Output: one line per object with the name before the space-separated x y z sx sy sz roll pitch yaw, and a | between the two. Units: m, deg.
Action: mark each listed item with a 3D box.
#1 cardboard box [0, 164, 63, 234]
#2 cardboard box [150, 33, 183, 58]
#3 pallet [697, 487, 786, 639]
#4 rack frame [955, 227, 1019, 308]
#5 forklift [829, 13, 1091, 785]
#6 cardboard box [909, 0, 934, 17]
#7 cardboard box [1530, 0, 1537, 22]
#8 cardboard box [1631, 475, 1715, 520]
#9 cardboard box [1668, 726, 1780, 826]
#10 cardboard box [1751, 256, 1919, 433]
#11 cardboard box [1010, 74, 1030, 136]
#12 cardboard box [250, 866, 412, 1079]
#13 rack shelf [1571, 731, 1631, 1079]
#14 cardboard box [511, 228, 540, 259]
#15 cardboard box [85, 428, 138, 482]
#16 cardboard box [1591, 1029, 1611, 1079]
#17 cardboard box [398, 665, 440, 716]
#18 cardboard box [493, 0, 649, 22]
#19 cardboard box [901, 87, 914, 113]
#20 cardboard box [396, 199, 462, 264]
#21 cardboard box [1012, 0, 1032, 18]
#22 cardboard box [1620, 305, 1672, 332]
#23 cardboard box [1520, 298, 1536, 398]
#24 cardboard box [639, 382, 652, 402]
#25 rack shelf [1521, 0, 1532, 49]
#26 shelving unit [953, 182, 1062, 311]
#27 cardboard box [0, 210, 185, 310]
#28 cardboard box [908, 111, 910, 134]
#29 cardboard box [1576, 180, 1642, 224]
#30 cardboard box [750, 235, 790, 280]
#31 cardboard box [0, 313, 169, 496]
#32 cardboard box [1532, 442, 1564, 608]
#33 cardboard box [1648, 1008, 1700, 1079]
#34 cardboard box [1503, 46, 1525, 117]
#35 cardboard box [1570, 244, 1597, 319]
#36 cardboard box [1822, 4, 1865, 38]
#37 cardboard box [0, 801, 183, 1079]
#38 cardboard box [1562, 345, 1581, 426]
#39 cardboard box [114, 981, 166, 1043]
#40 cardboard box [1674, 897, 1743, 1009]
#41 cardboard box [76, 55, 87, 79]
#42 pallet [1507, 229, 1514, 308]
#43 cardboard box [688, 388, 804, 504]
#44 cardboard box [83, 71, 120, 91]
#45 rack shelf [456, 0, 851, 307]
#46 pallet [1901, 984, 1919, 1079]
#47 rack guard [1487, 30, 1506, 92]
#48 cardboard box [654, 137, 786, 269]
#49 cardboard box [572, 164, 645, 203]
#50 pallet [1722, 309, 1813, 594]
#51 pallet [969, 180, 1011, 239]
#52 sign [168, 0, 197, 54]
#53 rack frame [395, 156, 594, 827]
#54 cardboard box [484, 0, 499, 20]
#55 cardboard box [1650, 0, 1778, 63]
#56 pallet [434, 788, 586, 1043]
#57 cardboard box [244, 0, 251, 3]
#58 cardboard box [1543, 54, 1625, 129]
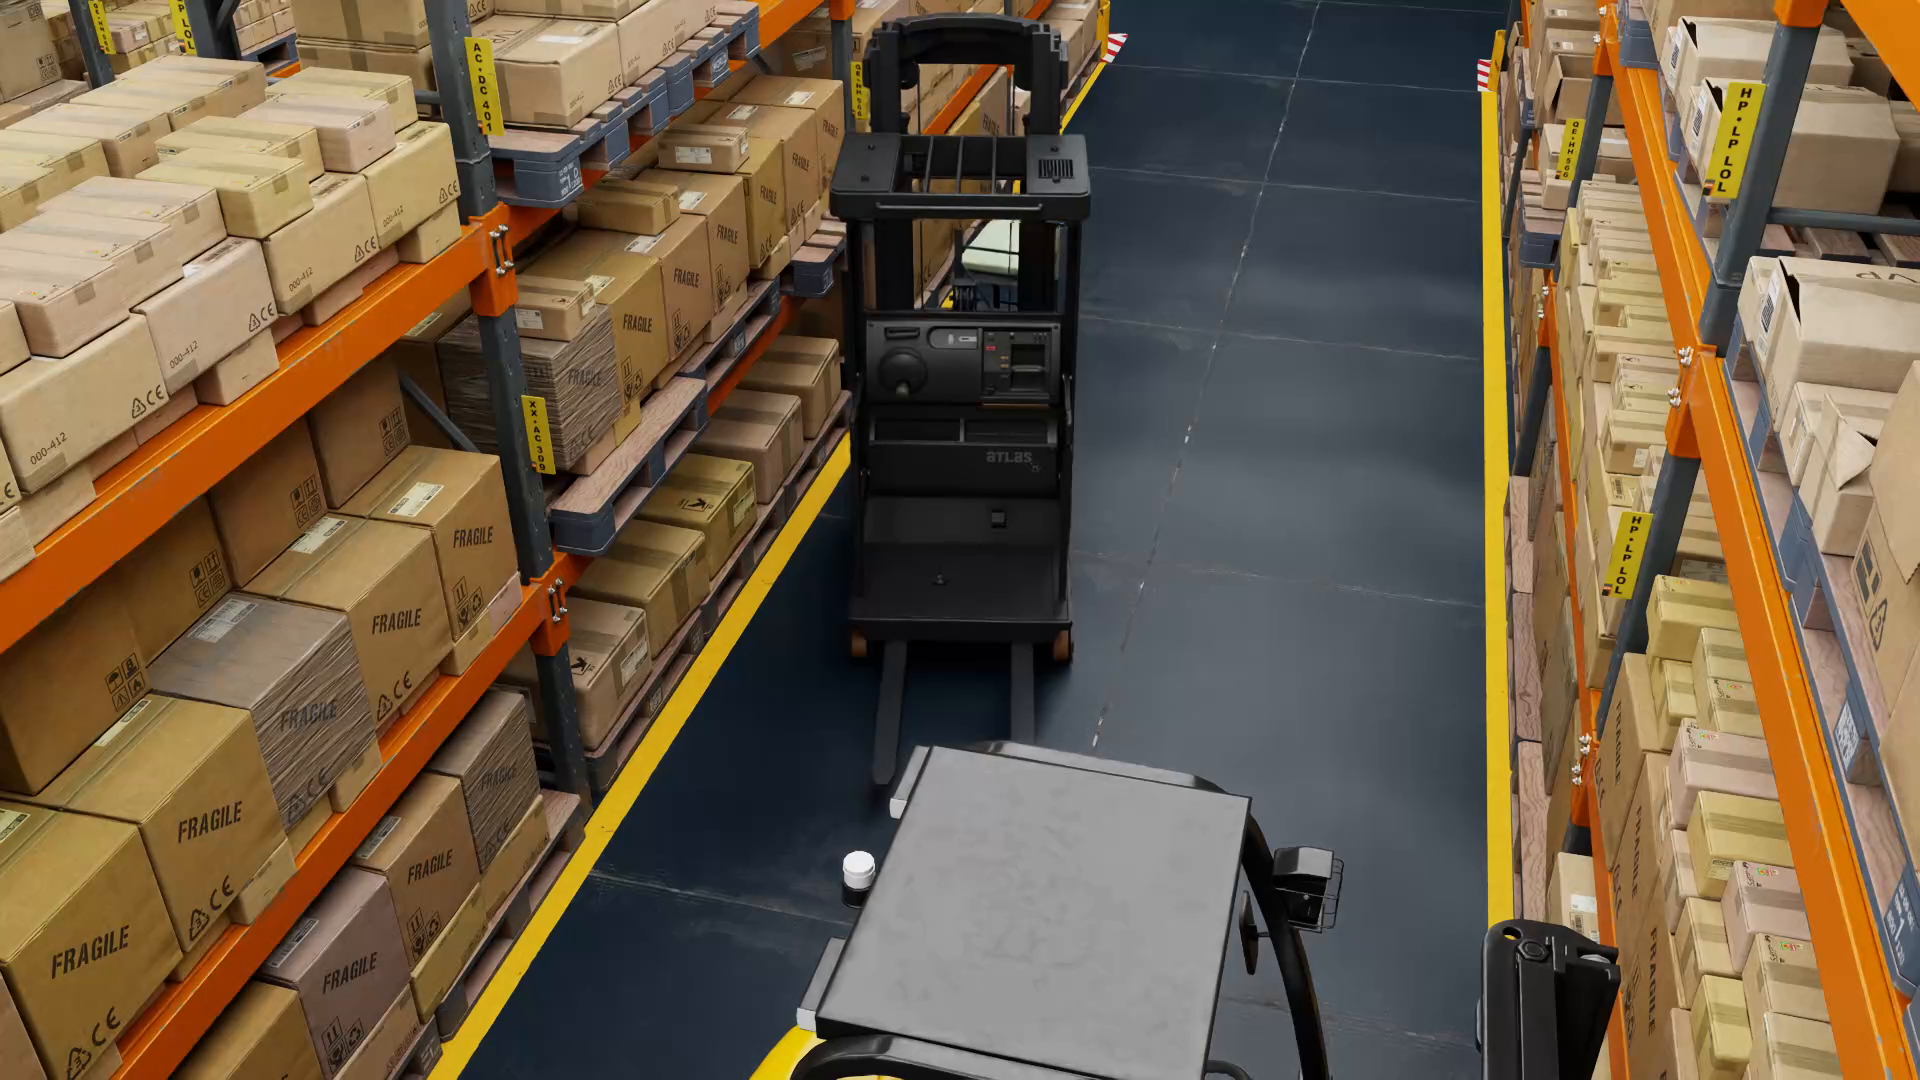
cardboard box | -2.734 -0.934 4.617 0.380 0.149 0.250 7 33 11
cardboard box | -5.533 -3.358 11.301 0.380 0.149 0.250 10 34 15
pallet | -1.615 0.038 8.993 1.003 0.211 1.213 8 33 12
rack frame | 0.164 -1.055 9.512 0.400 1.500 0.023 10 34 16
forklift | 0.011 -0.803 7.781 1.130 2.935 3.031 1 32 1
cardboard box | -0.479 -3.387 10.756 0.500 0.500 0.500 9 34 14
cardboard box | 4.720 -4.198 12.921 0.500 0.250 0.500 8 33 13
cardboard box | 2.604 -0.085 5.890 0.380 0.149 0.250 8 33 12
cardboard box | 2.116 0.659 4.442 0.380 0.149 0.250 9 33 13
cardboard box | 2.237 -0.474 4.003 0.500 0.311 0.500 9 33 13
cardboard box | 0.175 -3.658 14.205 0.875 0.438 0.875 8 33 12
cardboard box | -2.265 1.440 5.661 0.500 0.500 0.500 10 34 15
rack shelf | 2.176 1.916 4.111 1.077 0.370 4.000 8 33 12
cardboard box | -2.057 -1.348 7.207 0.380 0.149 0.250 7 33 11
cardboard box | -2.388 -0.265 4.308 0.380 0.149 0.250 8 33 12
cardboard box | 2.118 1.608 5.164 0.500 0.250 0.500 8 33 12
cardboard box | -2.103 0.470 5.949 0.380 0.149 0.250 8 33 13
cardboard box | -1.466 -2.199 6.399 0.500 0.250 0.500 7 33 11
cardboard box | -0.604 -2.820 10.564 0.500 0.250 0.500 9 33 14
cardboard box | -1.903 -1.054 5.549 0.380 0.149 0.250 8 33 13
cardboard box | 0.284 -4.501 13.440 0.500 0.500 0.500 9 34 14
cardboard box | 3.043 -0.872 7.128 0.380 0.149 0.250 8 33 12
cardboard box | 3.735 -1.130 10.171 0.500 0.500 0.500 8 33 12
cardboard box | -1.603 -0.700 7.398 0.380 0.149 0.250 10 34 15
rack shelf | 5.222 -4.311 13.906 1.077 0.370 4.000 8 33 12
shelving unit | 0.280 -1.241 9.805 0.431 1.500 0.755 10 34 16
cardboard box | -2.252 -0.719 4.280 0.380 0.149 0.250 8 33 13
cardboard box | -0.622 -2.600 10.684 0.500 0.250 0.500 7 33 11
cardboard box | 3.333 -1.692 8.417 0.380 0.149 0.250 9 34 14
cardboard box | -1.105 -1.484 8.631 0.380 0.149 0.250 9 33 13
cardboard box | -2.355 -0.371 4.104 0.500 0.250 0.500 9 33 13
cardboard box | 3.369 -0.014 8.298 0.875 0.625 0.625 9 34 14
cardboard box | 1.927 1.521 3.969 0.500 0.500 0.500 8 33 13
cardboard box | 5.228 -4.032 14.735 0.700 0.500 0.500 9 34 14
cardboard box | 3.222 -1.192 8.003 0.500 0.250 0.500 9 34 14
cardboard box | 3.491 -2.005 6.545 0.380 0.166 0.250 8 33 12
cardboard box | -2.488 1.067 4.405 0.500 0.500 0.500 7 33 11
cardboard box | 3.094 -0.712 7.714 0.500 0.250 0.500 7 33 11
cardboard box | -2.500 1.265 4.698 0.380 0.149 0.250 9 34 14
cardboard box | 1.996 1.049 4.107 0.380 0.149 0.250 7 33 11
cardboard box | -6.171 -3.315 11.511 0.380 0.149 0.250 8 33 12
pallet | 4.544 -1.973 12.156 1.003 0.211 1.213 8 33 12
cardboard box | -1.436 -0.567 9.404 0.950 0.372 0.625 7 33 11
cardboard box | -5.608 -3.072 11.130 0.380 0.149 0.250 8 33 12
rack shelf | -1.611 -2.099 7.631 1.077 0.370 4.000 8 33 12
pallet | 1.873 1.058 2.076 1.003 0.211 1.213 8 33 12
rack guard | 5.710 -4.558 15.954 1.175 0.500 0.348 8 33 12
cardboard box | -1.197 -1.714 8.389 0.500 0.500 0.500 6 33 9
cardboard box | -1.829 -1.512 8.070 0.500 0.500 0.500 7 33 11
pallet | 2.492 -0.208 4.067 1.003 0.211 1.213 8 33 12
pallet | -0.211 -2.663 13.242 1.003 0.211 1.213 8 33 12
sign | -2.656 -1.823 5.677 0.100 0.325 0.005 8 33 12
rack frame | -2.118 -0.099 6.610 1.000 3.000 0.127 8 33 12
cardboard box | -1.977 -2.064 6.653 0.500 0.250 0.500 8 33 13
cardboard box | 3.021 -2.158 6.474 0.500 0.500 0.500 9 33 14
pallet | -2.255 1.431 6.802 1.003 0.211 1.213 8 33 12
cardboard box | -5.280 -4.014 12.057 0.380 0.149 0.250 9 34 14
cardboard box | 3.934 -2.594 10.047 0.797 0.503 0.637 7 33 11
